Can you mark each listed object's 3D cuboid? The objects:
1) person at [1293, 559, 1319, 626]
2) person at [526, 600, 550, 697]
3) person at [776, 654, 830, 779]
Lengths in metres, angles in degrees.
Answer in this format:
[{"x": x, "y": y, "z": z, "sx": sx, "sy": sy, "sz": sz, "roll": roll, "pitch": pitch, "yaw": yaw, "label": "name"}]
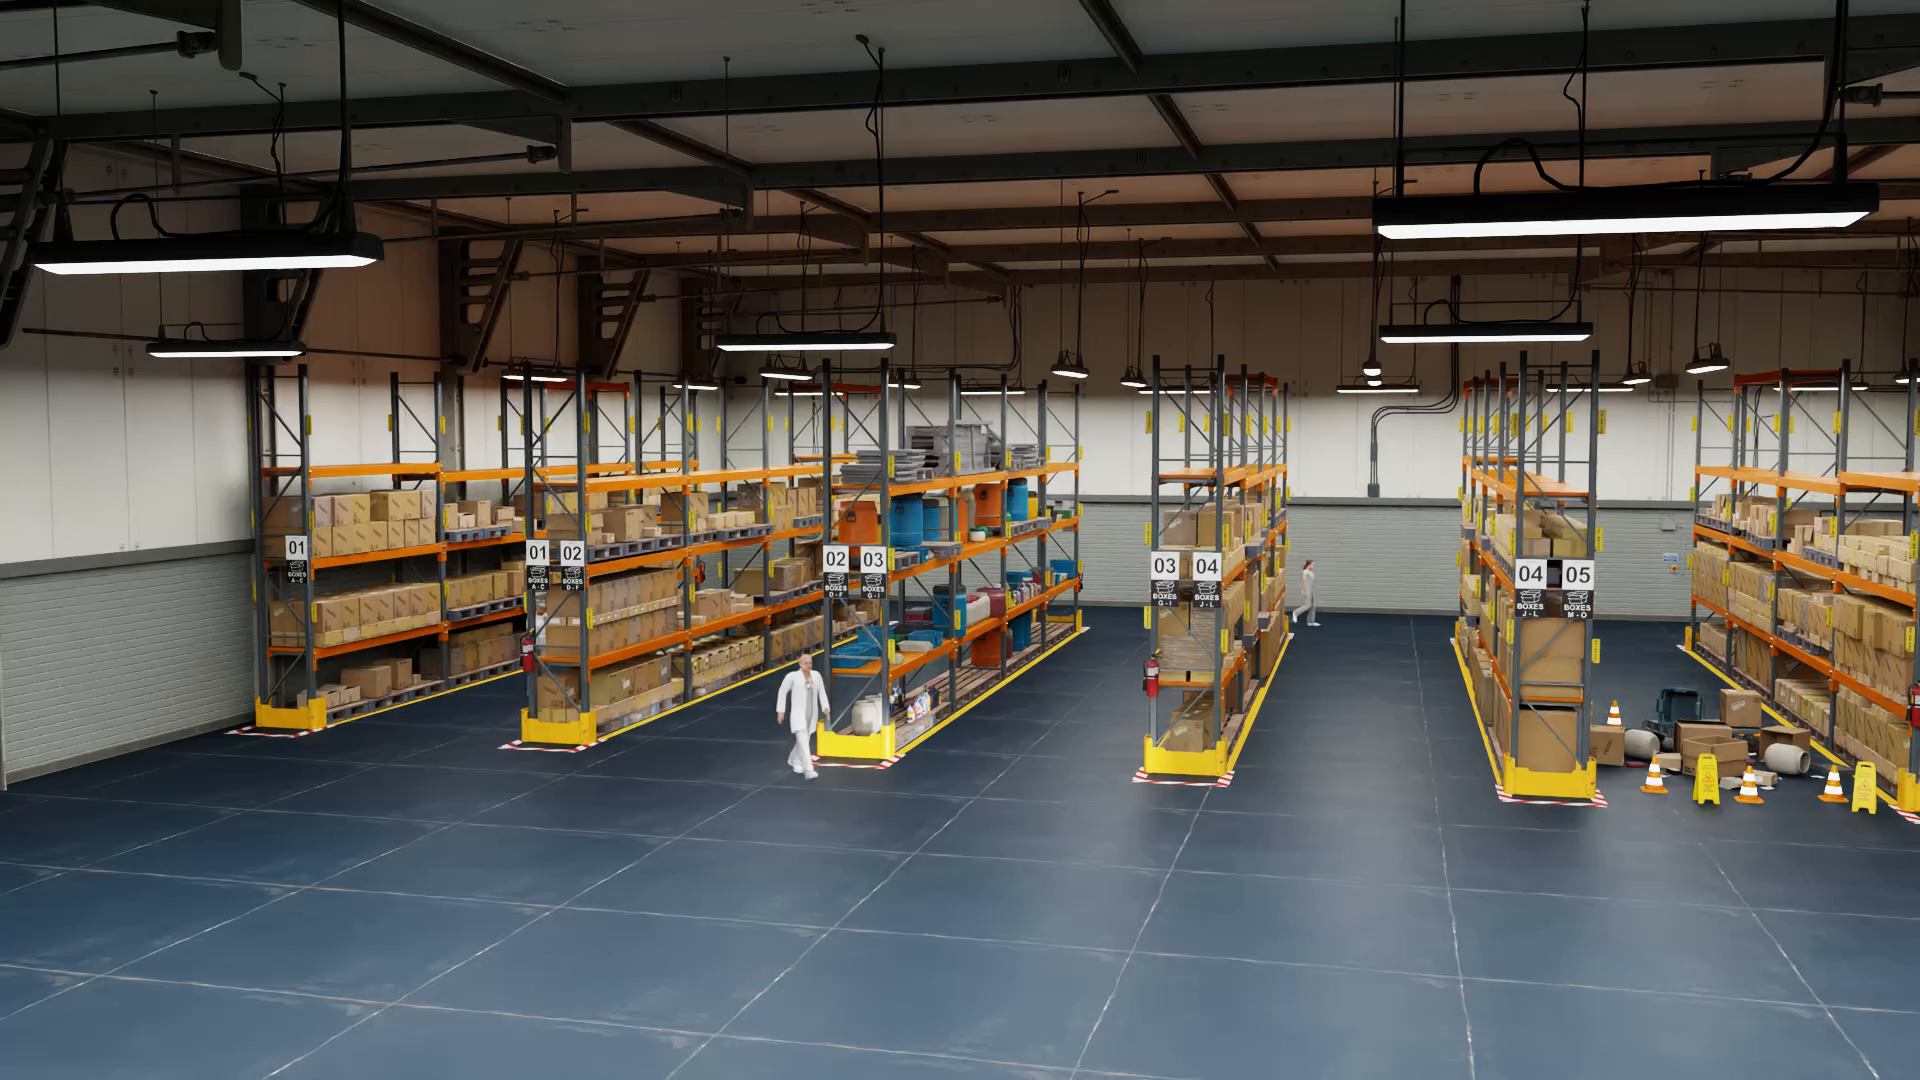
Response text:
[{"x": 8.625, "y": 1.305, "z": 41.395, "sx": 0.637, "sy": 1.666, "sz": 0.490, "roll": 3, "pitch": 5, "yaw": 37, "label": "person"}, {"x": -7.816, "y": 2.009, "z": 30.964, "sx": 0.554, "sy": 1.771, "sz": 0.726, "roll": -1, "pitch": 4, "yaw": -11, "label": "person"}, {"x": -2.198, "y": 2.493, "z": 23.614, "sx": 0.668, "sy": 1.757, "sz": 1.103, "roll": -3, "pitch": 5, "yaw": -40, "label": "person"}]
